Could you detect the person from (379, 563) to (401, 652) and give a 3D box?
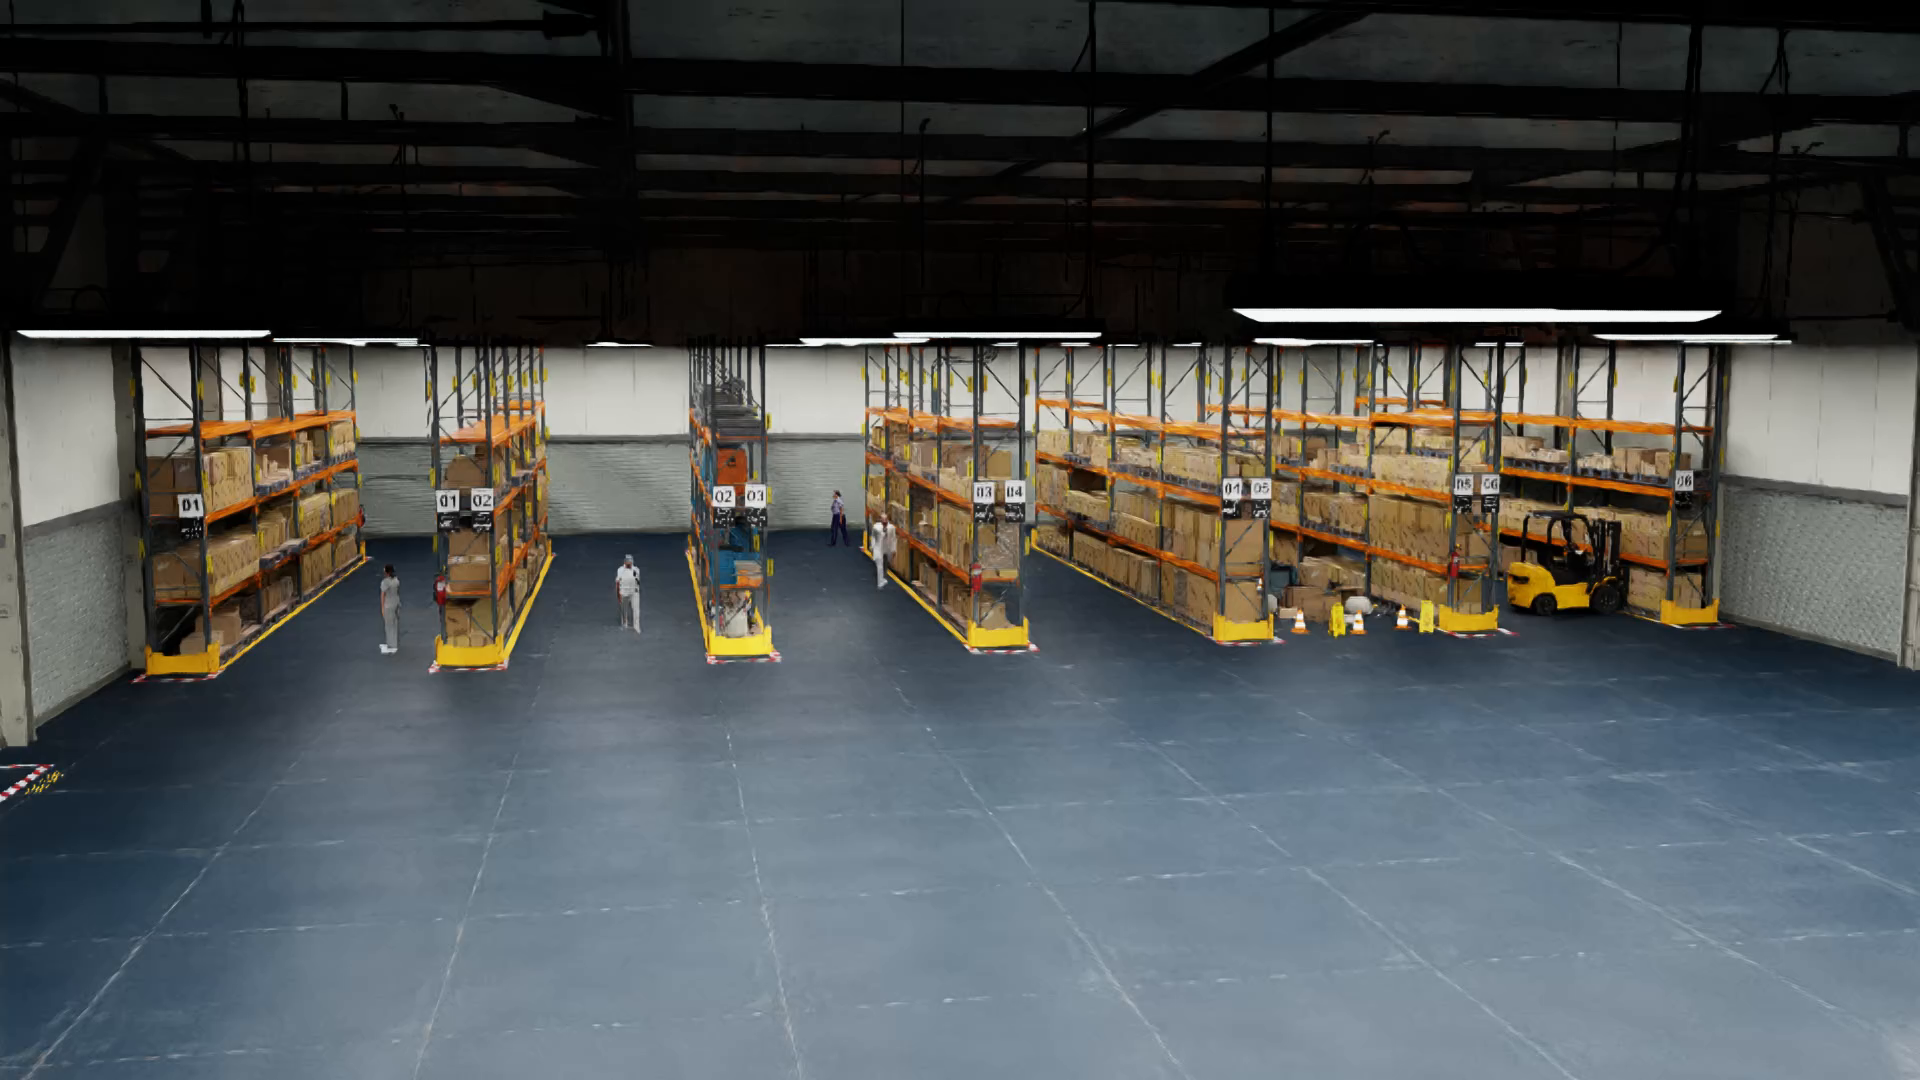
[{"bbox_3d":[-10.851,1.269,31.555,0.477,1.675,0.487,2,7,20],"label":"person"}]

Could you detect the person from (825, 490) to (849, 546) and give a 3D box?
[{"bbox_3d":[-3.566,-0.648,48.530,0.609,1.634,0.614,-4,8,-33],"label":"person"}]

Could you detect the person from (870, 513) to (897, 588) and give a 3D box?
[{"bbox_3d":[-1.736,0.213,38.149,0.589,1.697,1.175,-1,7,-12],"label":"person"}]

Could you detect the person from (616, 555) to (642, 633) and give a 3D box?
[{"bbox_3d":[-6.701,1.072,33.651,0.497,1.580,1.091,-2,7,-13],"label":"person"}]
